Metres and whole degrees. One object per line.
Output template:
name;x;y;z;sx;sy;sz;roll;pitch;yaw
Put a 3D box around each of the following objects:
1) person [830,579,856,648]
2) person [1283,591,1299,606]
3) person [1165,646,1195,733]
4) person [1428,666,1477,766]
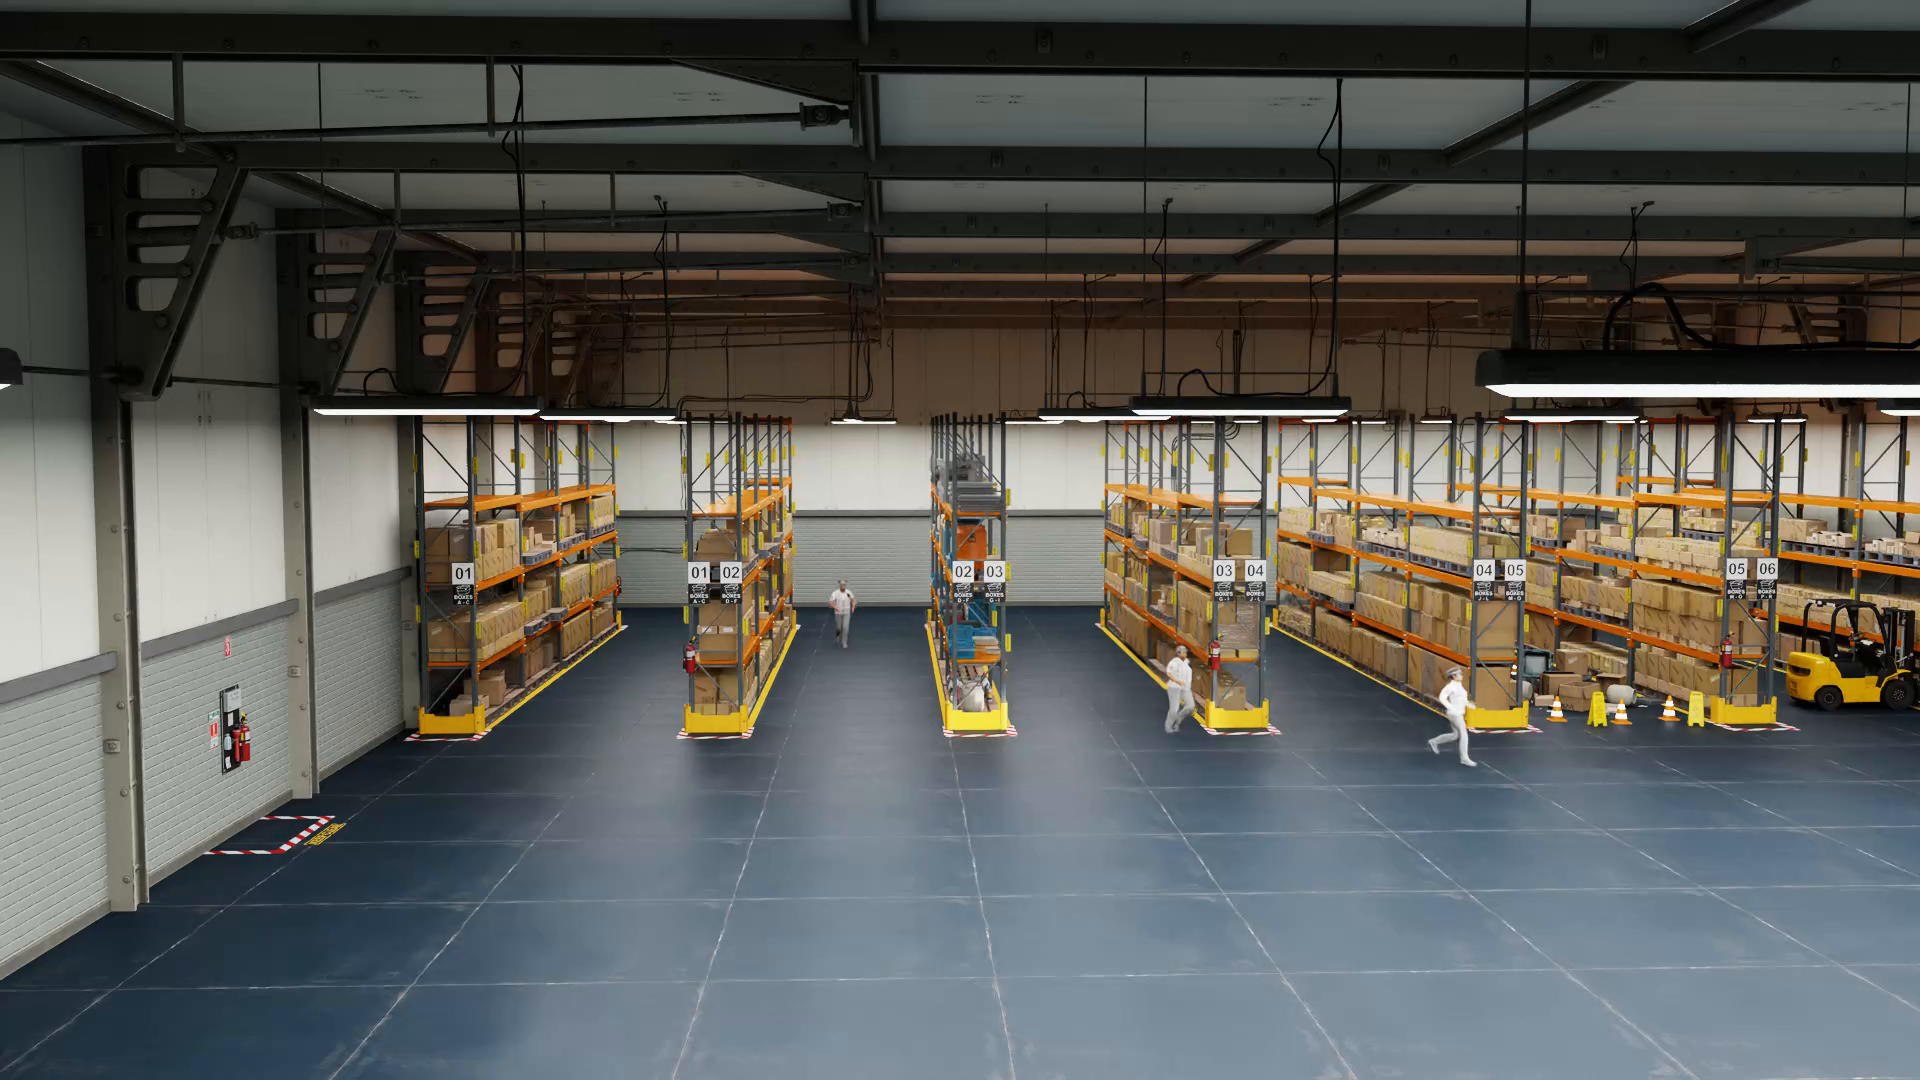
person;-3.055;1.904;43.351;0.688;1.775;0.773;-1;4;-11
person;9.874;1.538;49.076;0.658;1.724;0.841;1;4;9
person;4.142;2.787;31.089;0.622;1.625;0.537;-2;5;-30
person;8.380;2.973;28.241;0.821;1.696;0.609;2;5;30
